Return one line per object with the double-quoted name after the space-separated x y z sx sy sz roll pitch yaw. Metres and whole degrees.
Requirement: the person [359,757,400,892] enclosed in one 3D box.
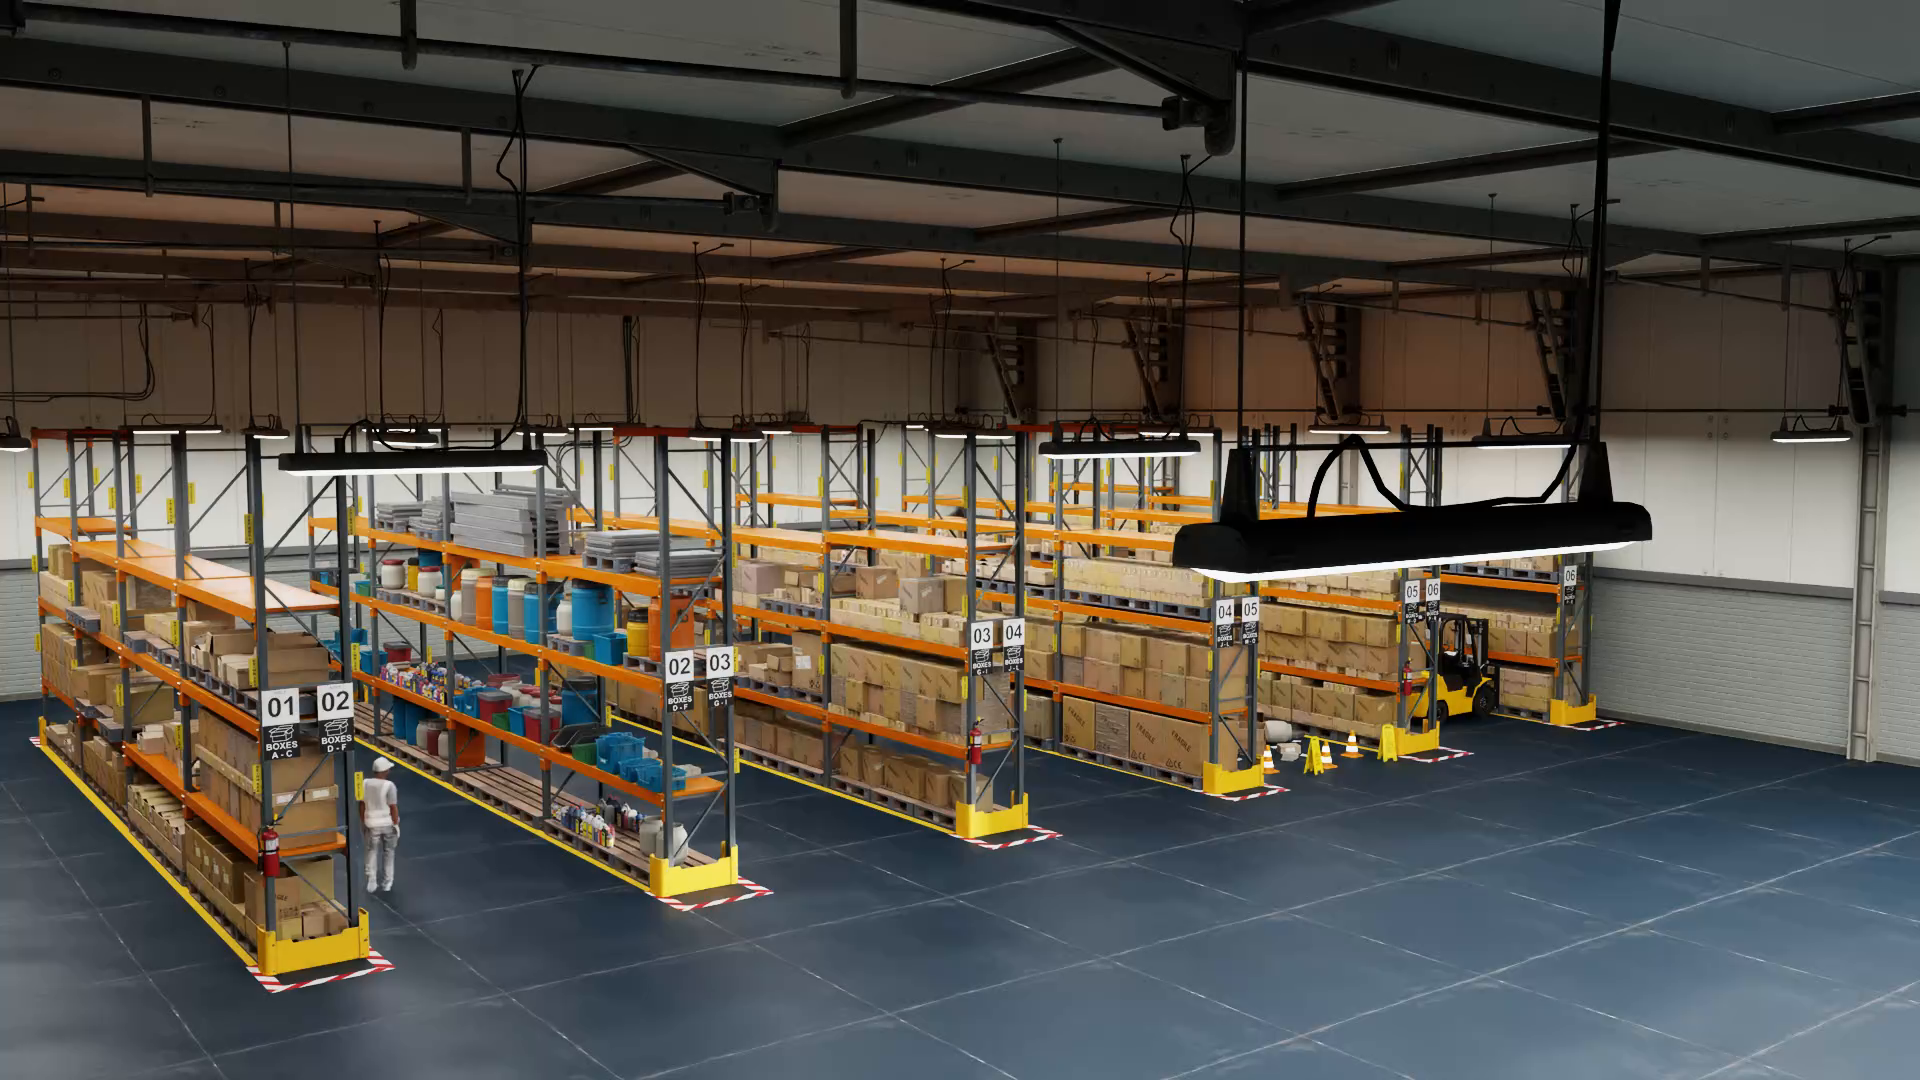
-7.585 3.727 21.704 0.535 1.777 0.670 -1 5 -9 "person"
